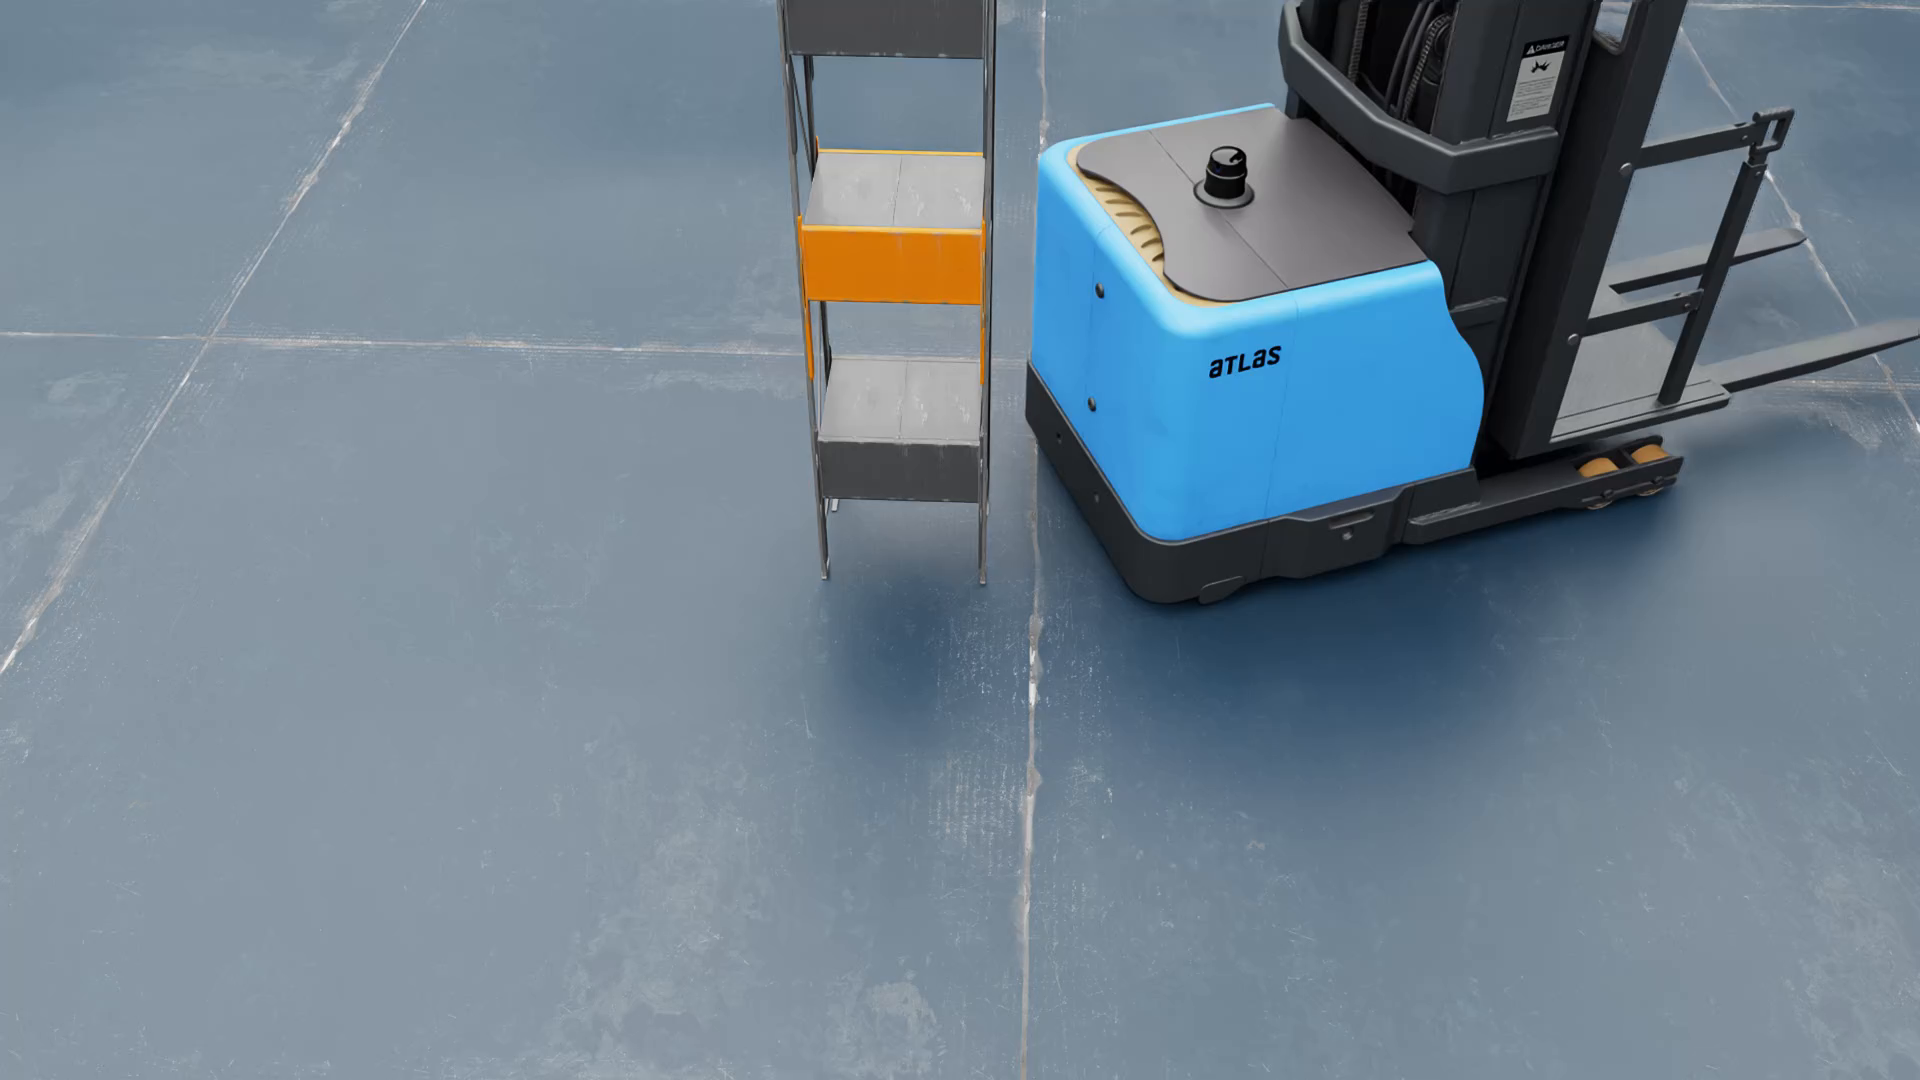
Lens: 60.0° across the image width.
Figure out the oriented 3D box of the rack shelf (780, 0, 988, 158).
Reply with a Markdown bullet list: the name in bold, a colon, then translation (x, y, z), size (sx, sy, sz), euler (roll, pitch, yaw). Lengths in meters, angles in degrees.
- **rack shelf**: translation (-0.165, -1.276, 4.072), size (0.480, 0.518, 0.431), euler (2, 43, 2)

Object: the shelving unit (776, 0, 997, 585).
- **shelving unit**: translation (-0.165, -0.773, 4.540), size (0.503, 2.100, 0.431), euler (2, 43, 2)

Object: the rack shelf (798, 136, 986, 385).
- **rack shelf**: translation (-0.165, -0.763, 4.549), size (0.480, 0.518, 0.431), euler (2, 43, 2)

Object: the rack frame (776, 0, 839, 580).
- **rack frame**: translation (-0.409, -0.781, 4.548), size (0.015, 2.100, 0.400), euler (2, 43, 2)

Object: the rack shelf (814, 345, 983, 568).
- **rack shelf**: translation (-0.165, -0.251, 5.026), size (0.480, 0.518, 0.431), euler (2, 43, 2)

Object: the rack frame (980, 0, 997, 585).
- **rack frame**: translation (0.078, -0.766, 4.532), size (0.015, 2.100, 0.400), euler (2, 43, 2)

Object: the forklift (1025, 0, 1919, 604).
- **forklift**: translation (1.792, -1.497, 4.707), size (3.031, 2.935, 1.130), euler (-14, 45, -14)
